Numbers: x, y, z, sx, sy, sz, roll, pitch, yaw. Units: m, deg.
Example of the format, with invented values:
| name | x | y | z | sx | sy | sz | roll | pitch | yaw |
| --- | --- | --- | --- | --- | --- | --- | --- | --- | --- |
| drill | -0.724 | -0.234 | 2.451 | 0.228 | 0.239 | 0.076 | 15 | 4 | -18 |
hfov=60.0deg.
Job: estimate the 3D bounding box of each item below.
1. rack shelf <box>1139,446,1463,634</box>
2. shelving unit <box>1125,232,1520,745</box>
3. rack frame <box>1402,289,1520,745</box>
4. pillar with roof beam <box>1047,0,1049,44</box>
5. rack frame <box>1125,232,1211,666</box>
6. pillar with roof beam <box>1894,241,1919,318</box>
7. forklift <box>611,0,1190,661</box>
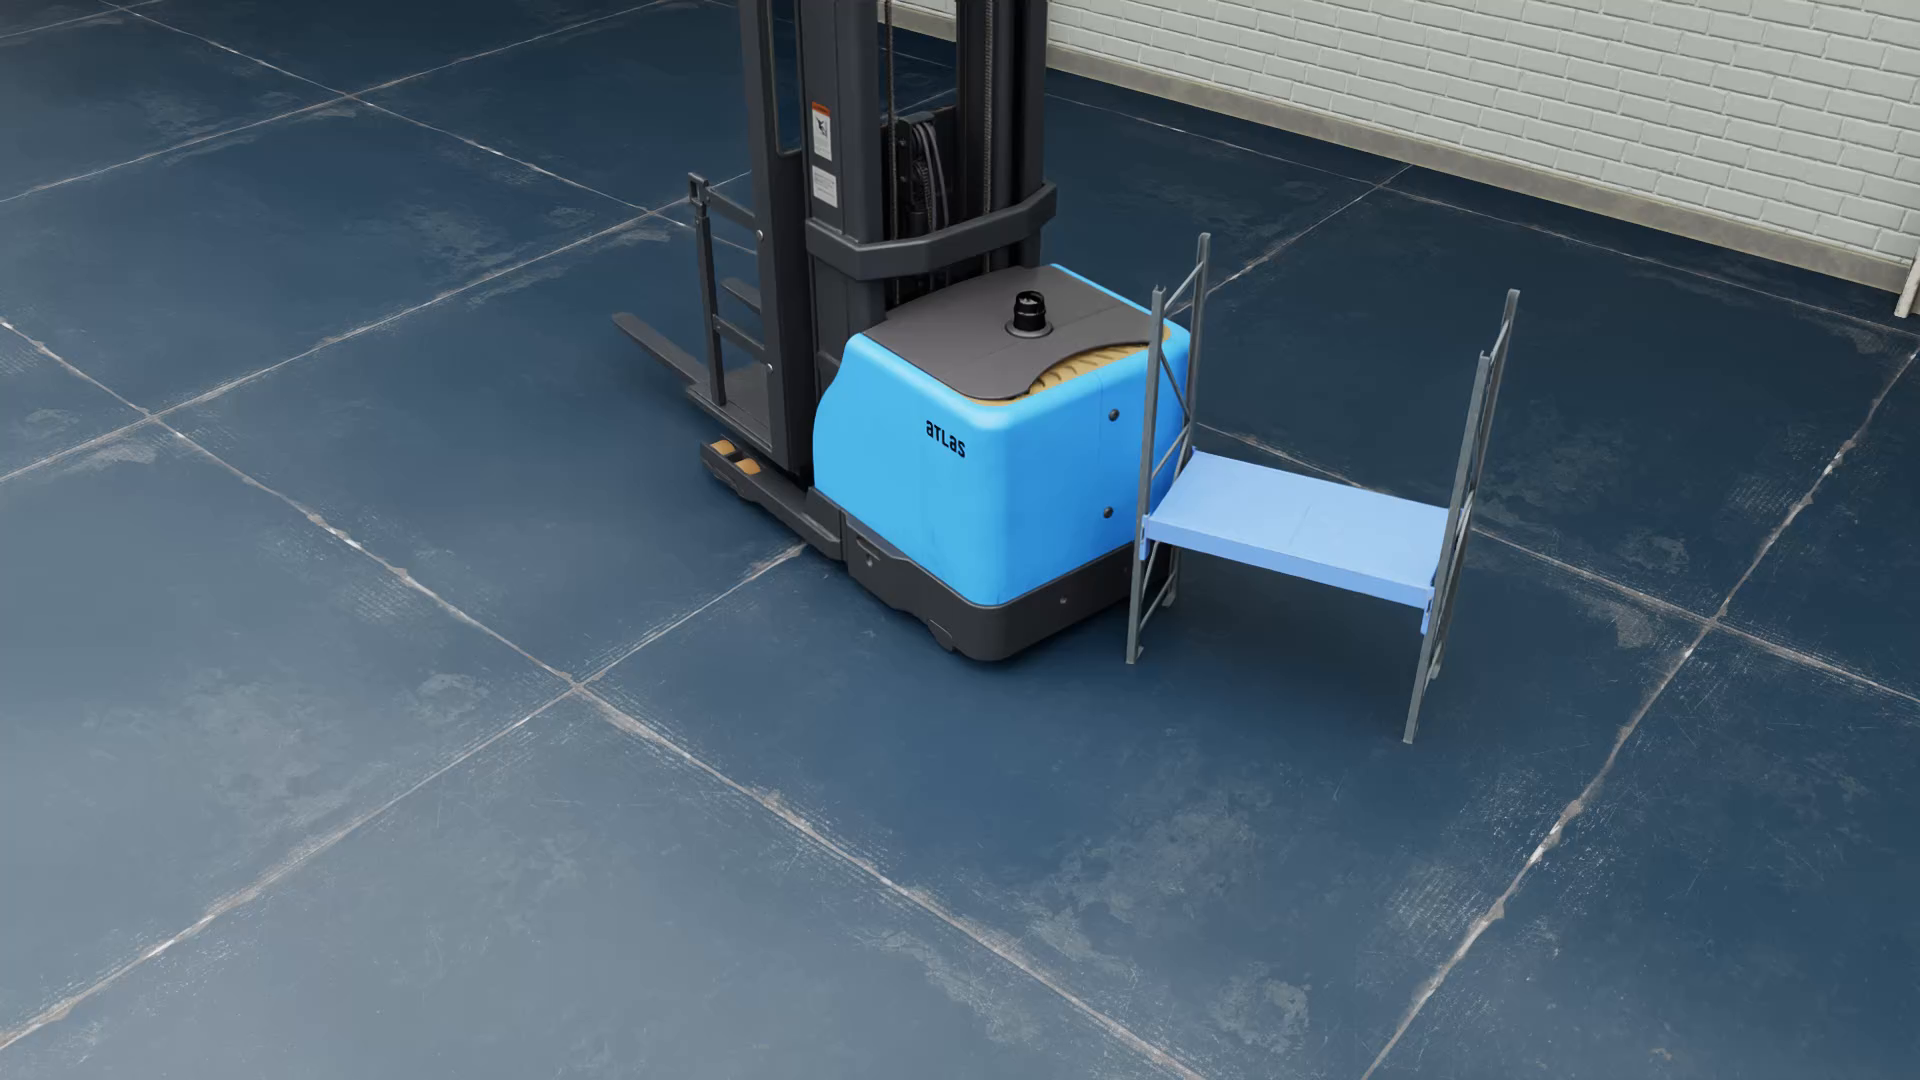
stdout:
| name | x | y | z | sx | sy | sz | roll | pitch | yaw |
| --- | --- | --- | --- | --- | --- | --- | --- | --- | --- |
| rack shelf | 1.187 | -0.018 | 5.770 | 1.000 | 0.185 | 0.538 | 15 | 37 | 21 |
| shelving unit | 1.187 | -0.167 | 5.668 | 1.048 | 1.500 | 0.538 | 15 | 37 | 21 |
| rack frame | 1.646 | -0.044 | 5.489 | 0.032 | 1.500 | 0.500 | 15 | 37 | 21 |
| pillar with roof beam | -2.394 | -5.144 | 6.291 | 0.400 | 9.000 | 9.100 | 25 | 42 | 32 |
| rack frame | 0.727 | -0.289 | 5.847 | 0.032 | 1.500 | 0.500 | 15 | 37 | 21 |
| pillar with roof beam | 2.217 | -2.970 | 3.126 | 0.400 | 9.000 | 9.100 | 25 | 42 | 32 |
| forklift | -0.453 | -1.540 | 6.404 | 1.130 | 2.935 | 3.031 | -24 | 41 | -31 |
